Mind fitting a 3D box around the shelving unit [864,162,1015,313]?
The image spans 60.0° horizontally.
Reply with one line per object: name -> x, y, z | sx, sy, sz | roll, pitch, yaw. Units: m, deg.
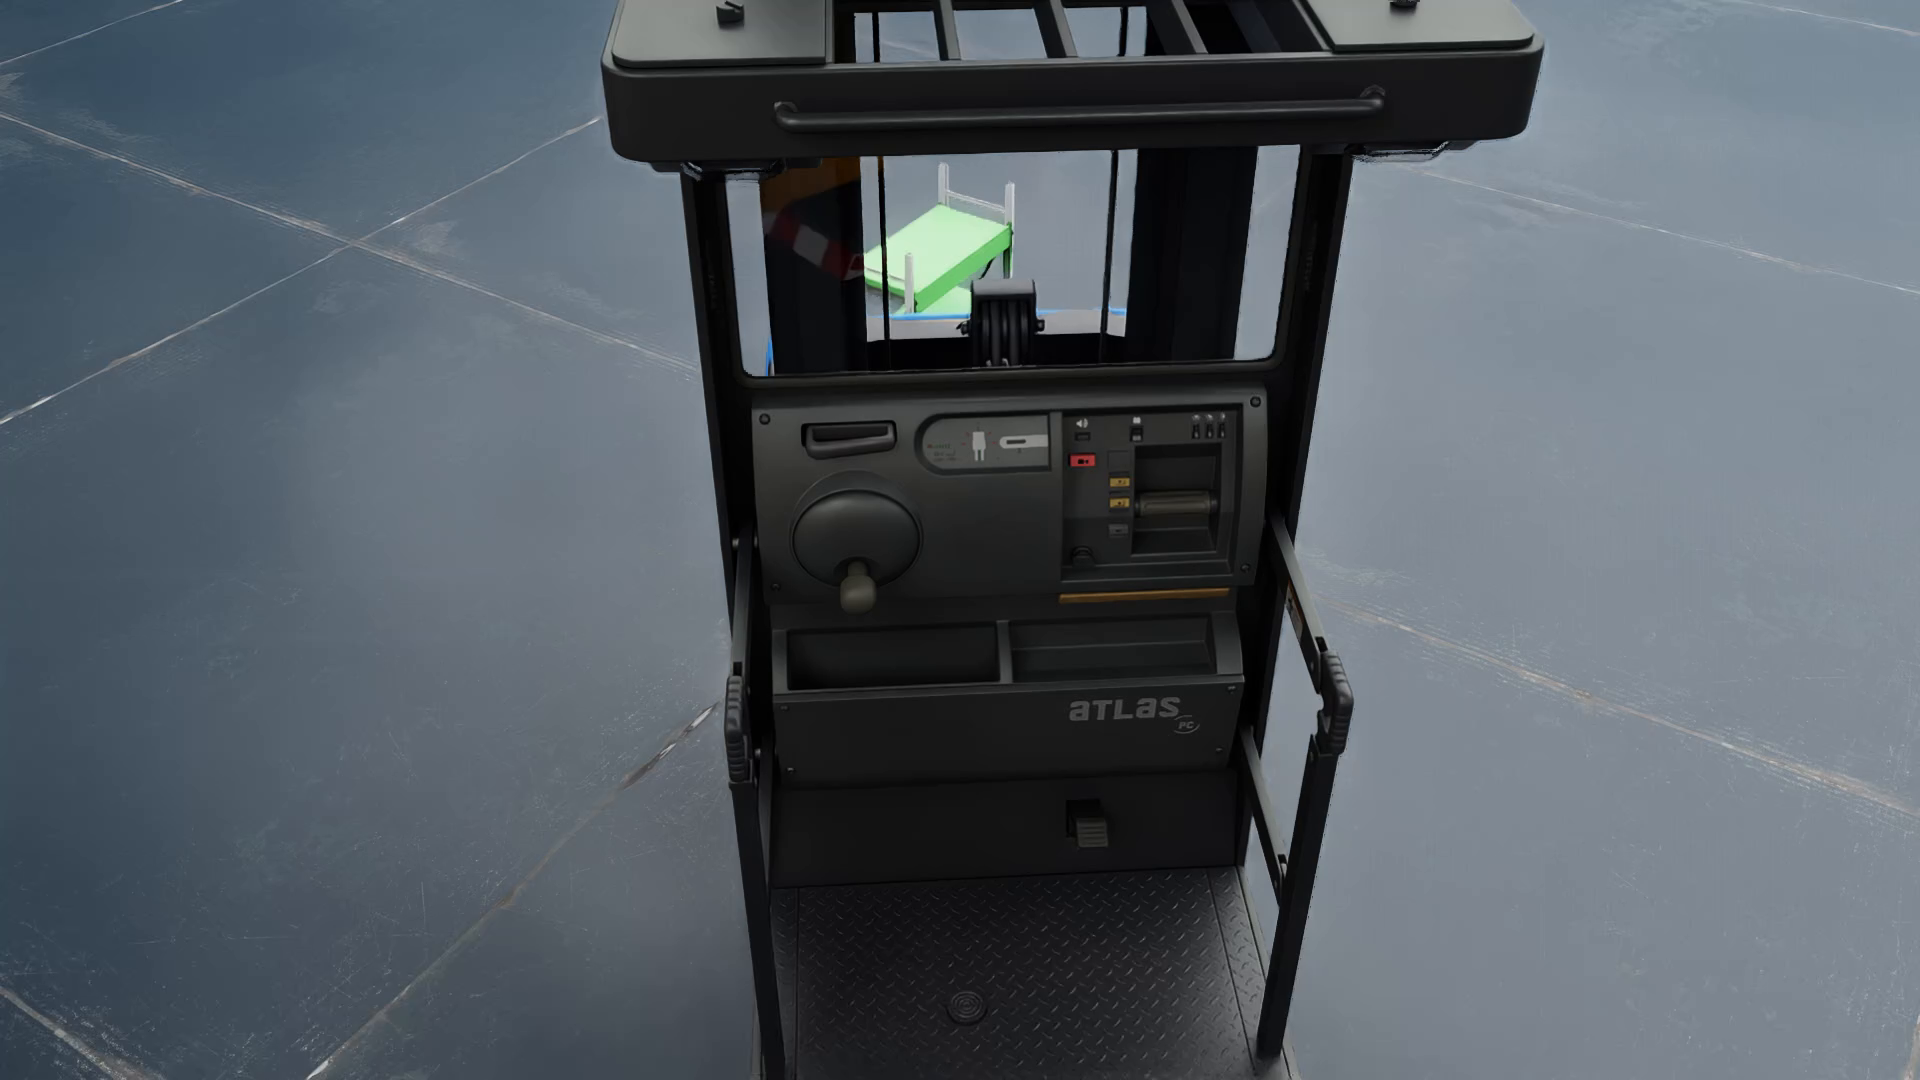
shelving unit -> -0.088, -0.417, 4.809 | 0.258, 1.200, 0.503 | 22, 43, 26

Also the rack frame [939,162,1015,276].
rack frame -> 0.046, -0.542, 4.970 | 0.240, 1.200, 0.015 | 22, 43, 26

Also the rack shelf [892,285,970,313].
rack shelf -> -0.088, -0.557, 4.701 | 0.258, 0.148, 0.480 | 22, 43, 26

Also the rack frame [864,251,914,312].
rack frame -> -0.222, -0.293, 4.647 | 0.240, 1.200, 0.015 | 22, 43, 26

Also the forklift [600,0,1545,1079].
forklift -> 0.110, -0.004, 2.855 | 1.130, 2.935, 3.031 | -2, 38, -3

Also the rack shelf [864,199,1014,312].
rack shelf -> -0.088, -0.747, 4.554 | 0.258, 0.148, 0.480 | 22, 43, 26
